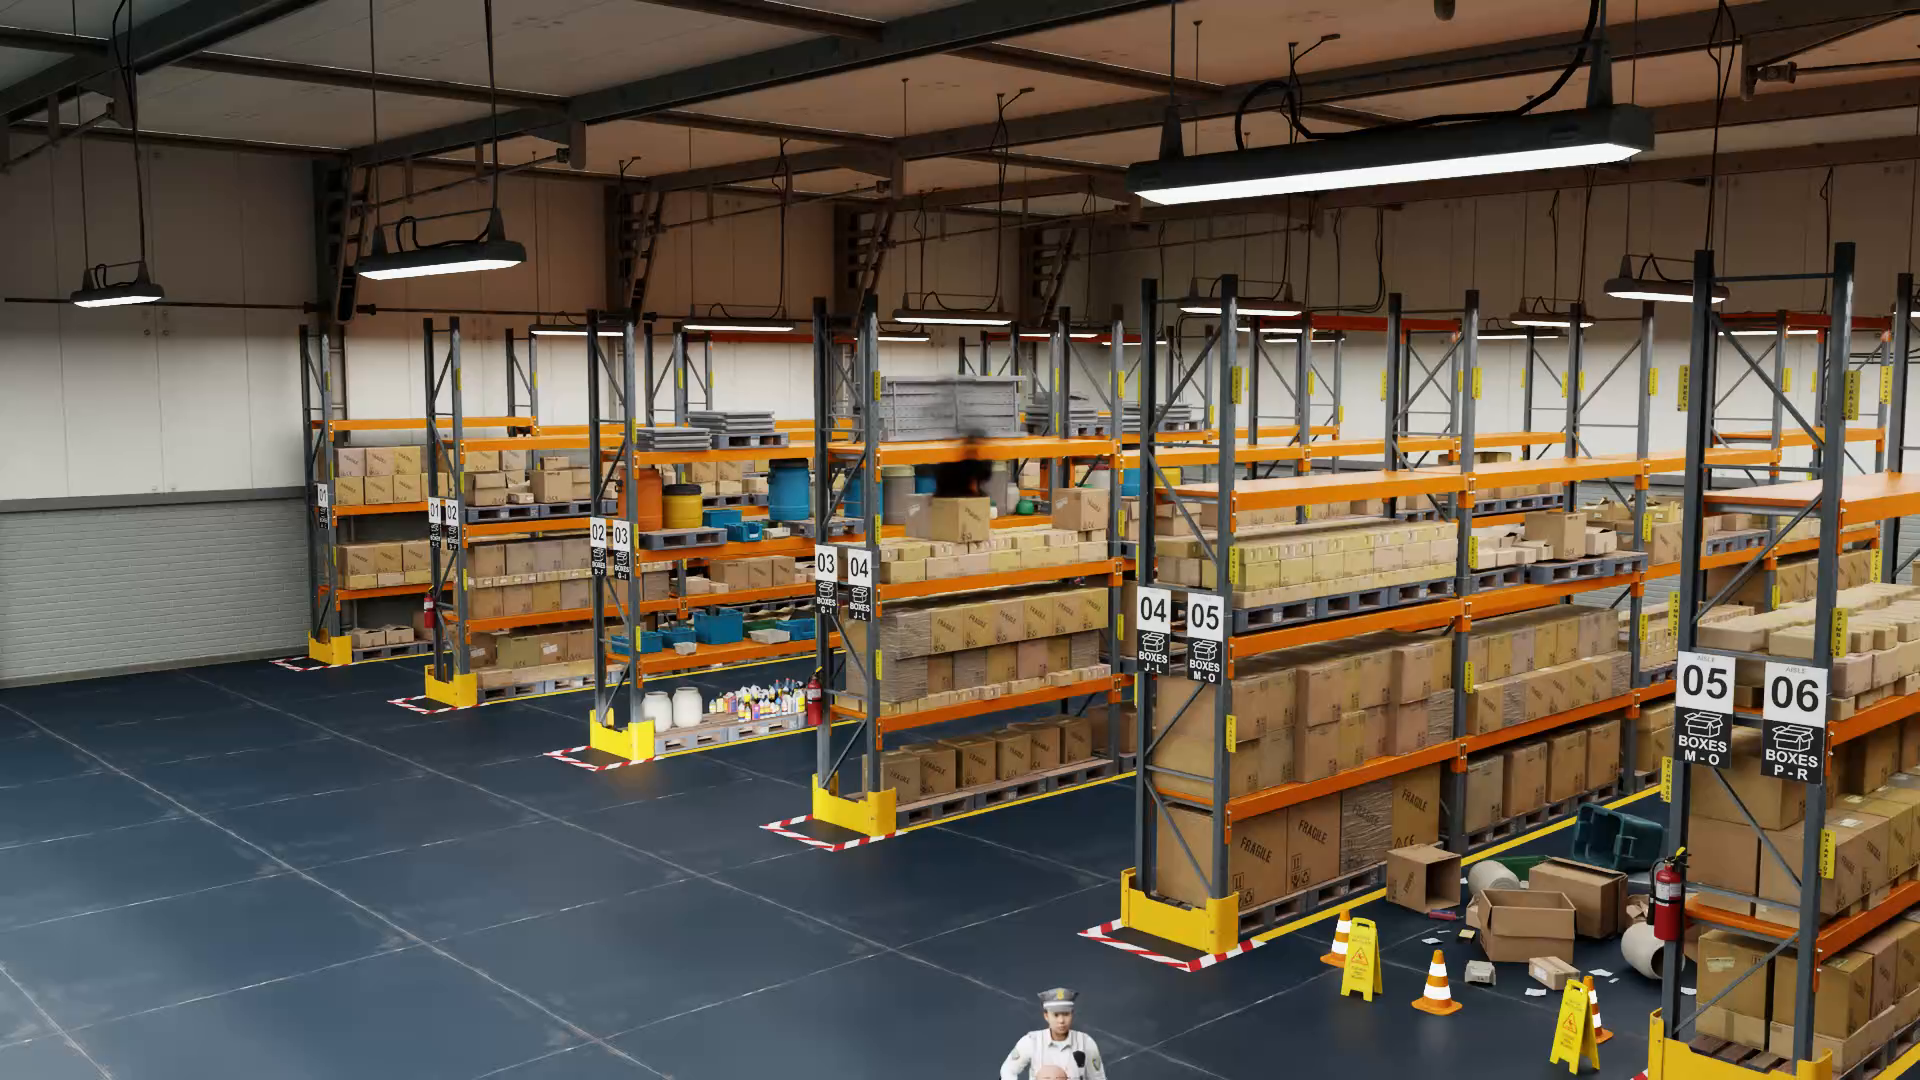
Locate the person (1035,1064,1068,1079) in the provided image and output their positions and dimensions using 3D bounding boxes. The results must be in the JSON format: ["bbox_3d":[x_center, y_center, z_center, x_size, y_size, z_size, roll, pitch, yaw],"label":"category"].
[{"bbox_3d":[0.457,3.474,8.443,0.671,1.691,0.649,0,6,4],"label":"person"}]

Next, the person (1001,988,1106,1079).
[{"bbox_3d":[0.561,3.382,9.563,0.608,1.656,0.540,-1,6,-5],"label":"person"}]
